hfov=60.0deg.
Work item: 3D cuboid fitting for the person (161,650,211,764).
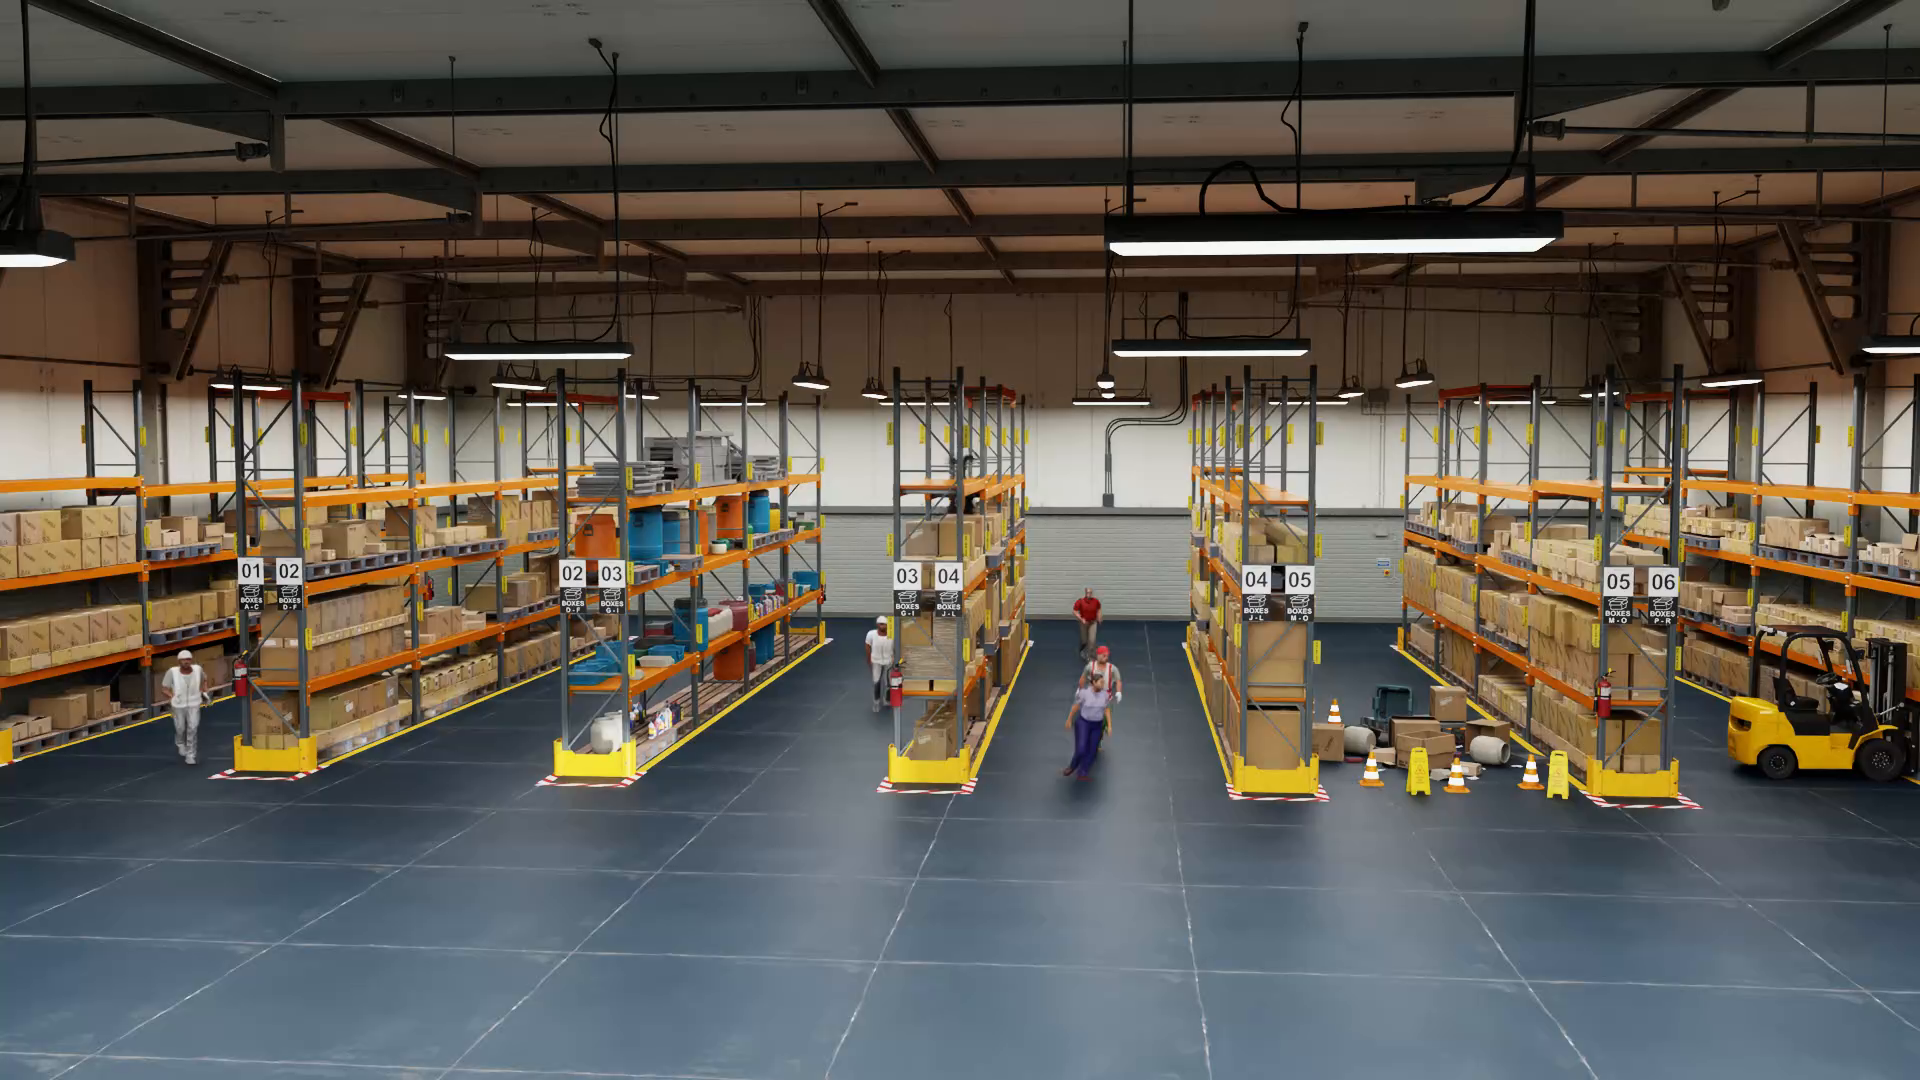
[{"bbox_3d":[-11.933,2.543,25.616,0.689,1.742,0.900,-2,4,-29],"label":"person"}]

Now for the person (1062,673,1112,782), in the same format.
[{"bbox_3d":[1.850,2.710,24.103,0.649,1.609,0.535,-1,4,-22],"label":"person"}]

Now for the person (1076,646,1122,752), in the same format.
[{"bbox_3d":[2.195,2.501,26.029,0.667,1.723,0.791,0,4,-5],"label":"person"}]

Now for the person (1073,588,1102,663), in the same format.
[{"bbox_3d":[2.823,1.883,36.962,0.663,1.678,0.772,0,4,-6],"label":"person"}]

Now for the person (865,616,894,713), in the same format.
[{"bbox_3d":[-1.407,2.268,30.259,0.615,1.801,0.822,0,4,-6],"label":"person"}]
